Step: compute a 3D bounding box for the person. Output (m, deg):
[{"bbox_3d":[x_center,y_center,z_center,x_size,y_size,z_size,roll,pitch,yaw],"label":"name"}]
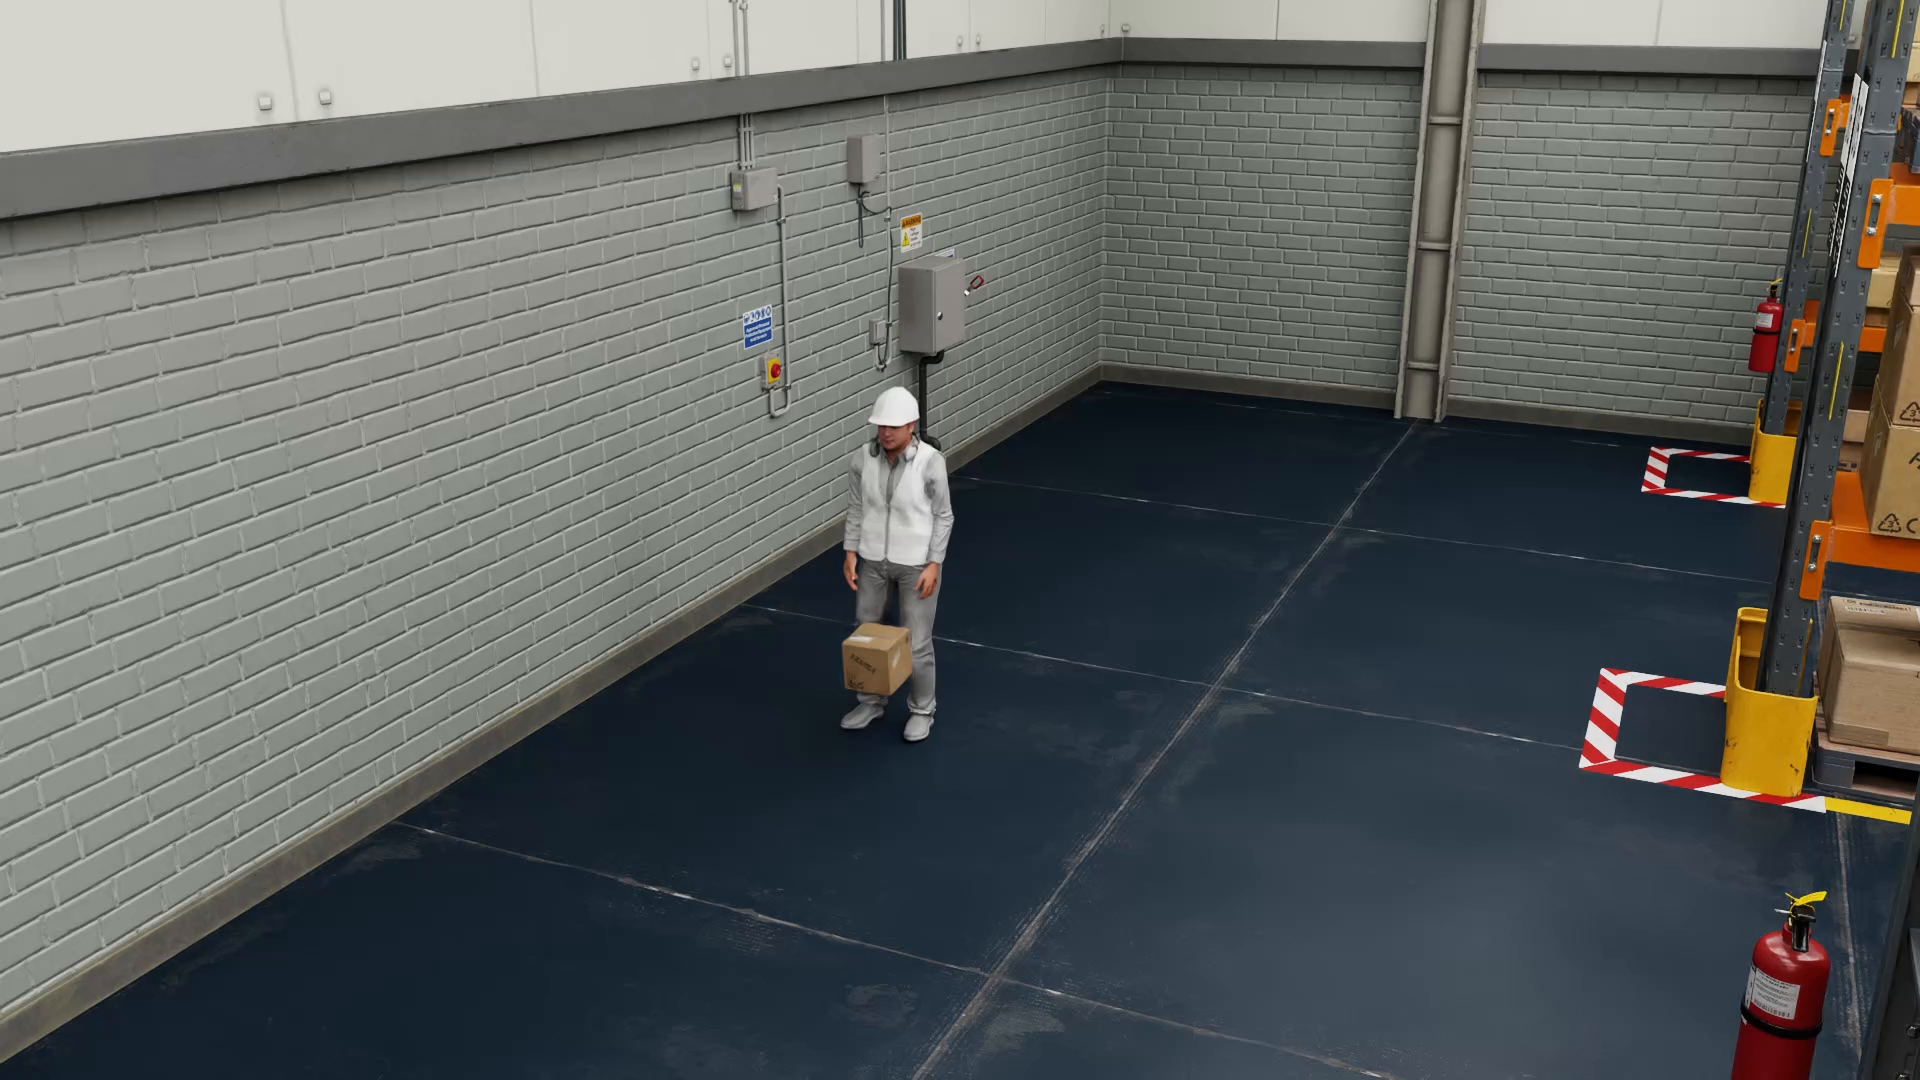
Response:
[{"bbox_3d":[-0.303,0.102,8.223,0.561,1.773,0.435,8,20,21],"label":"person"}]
